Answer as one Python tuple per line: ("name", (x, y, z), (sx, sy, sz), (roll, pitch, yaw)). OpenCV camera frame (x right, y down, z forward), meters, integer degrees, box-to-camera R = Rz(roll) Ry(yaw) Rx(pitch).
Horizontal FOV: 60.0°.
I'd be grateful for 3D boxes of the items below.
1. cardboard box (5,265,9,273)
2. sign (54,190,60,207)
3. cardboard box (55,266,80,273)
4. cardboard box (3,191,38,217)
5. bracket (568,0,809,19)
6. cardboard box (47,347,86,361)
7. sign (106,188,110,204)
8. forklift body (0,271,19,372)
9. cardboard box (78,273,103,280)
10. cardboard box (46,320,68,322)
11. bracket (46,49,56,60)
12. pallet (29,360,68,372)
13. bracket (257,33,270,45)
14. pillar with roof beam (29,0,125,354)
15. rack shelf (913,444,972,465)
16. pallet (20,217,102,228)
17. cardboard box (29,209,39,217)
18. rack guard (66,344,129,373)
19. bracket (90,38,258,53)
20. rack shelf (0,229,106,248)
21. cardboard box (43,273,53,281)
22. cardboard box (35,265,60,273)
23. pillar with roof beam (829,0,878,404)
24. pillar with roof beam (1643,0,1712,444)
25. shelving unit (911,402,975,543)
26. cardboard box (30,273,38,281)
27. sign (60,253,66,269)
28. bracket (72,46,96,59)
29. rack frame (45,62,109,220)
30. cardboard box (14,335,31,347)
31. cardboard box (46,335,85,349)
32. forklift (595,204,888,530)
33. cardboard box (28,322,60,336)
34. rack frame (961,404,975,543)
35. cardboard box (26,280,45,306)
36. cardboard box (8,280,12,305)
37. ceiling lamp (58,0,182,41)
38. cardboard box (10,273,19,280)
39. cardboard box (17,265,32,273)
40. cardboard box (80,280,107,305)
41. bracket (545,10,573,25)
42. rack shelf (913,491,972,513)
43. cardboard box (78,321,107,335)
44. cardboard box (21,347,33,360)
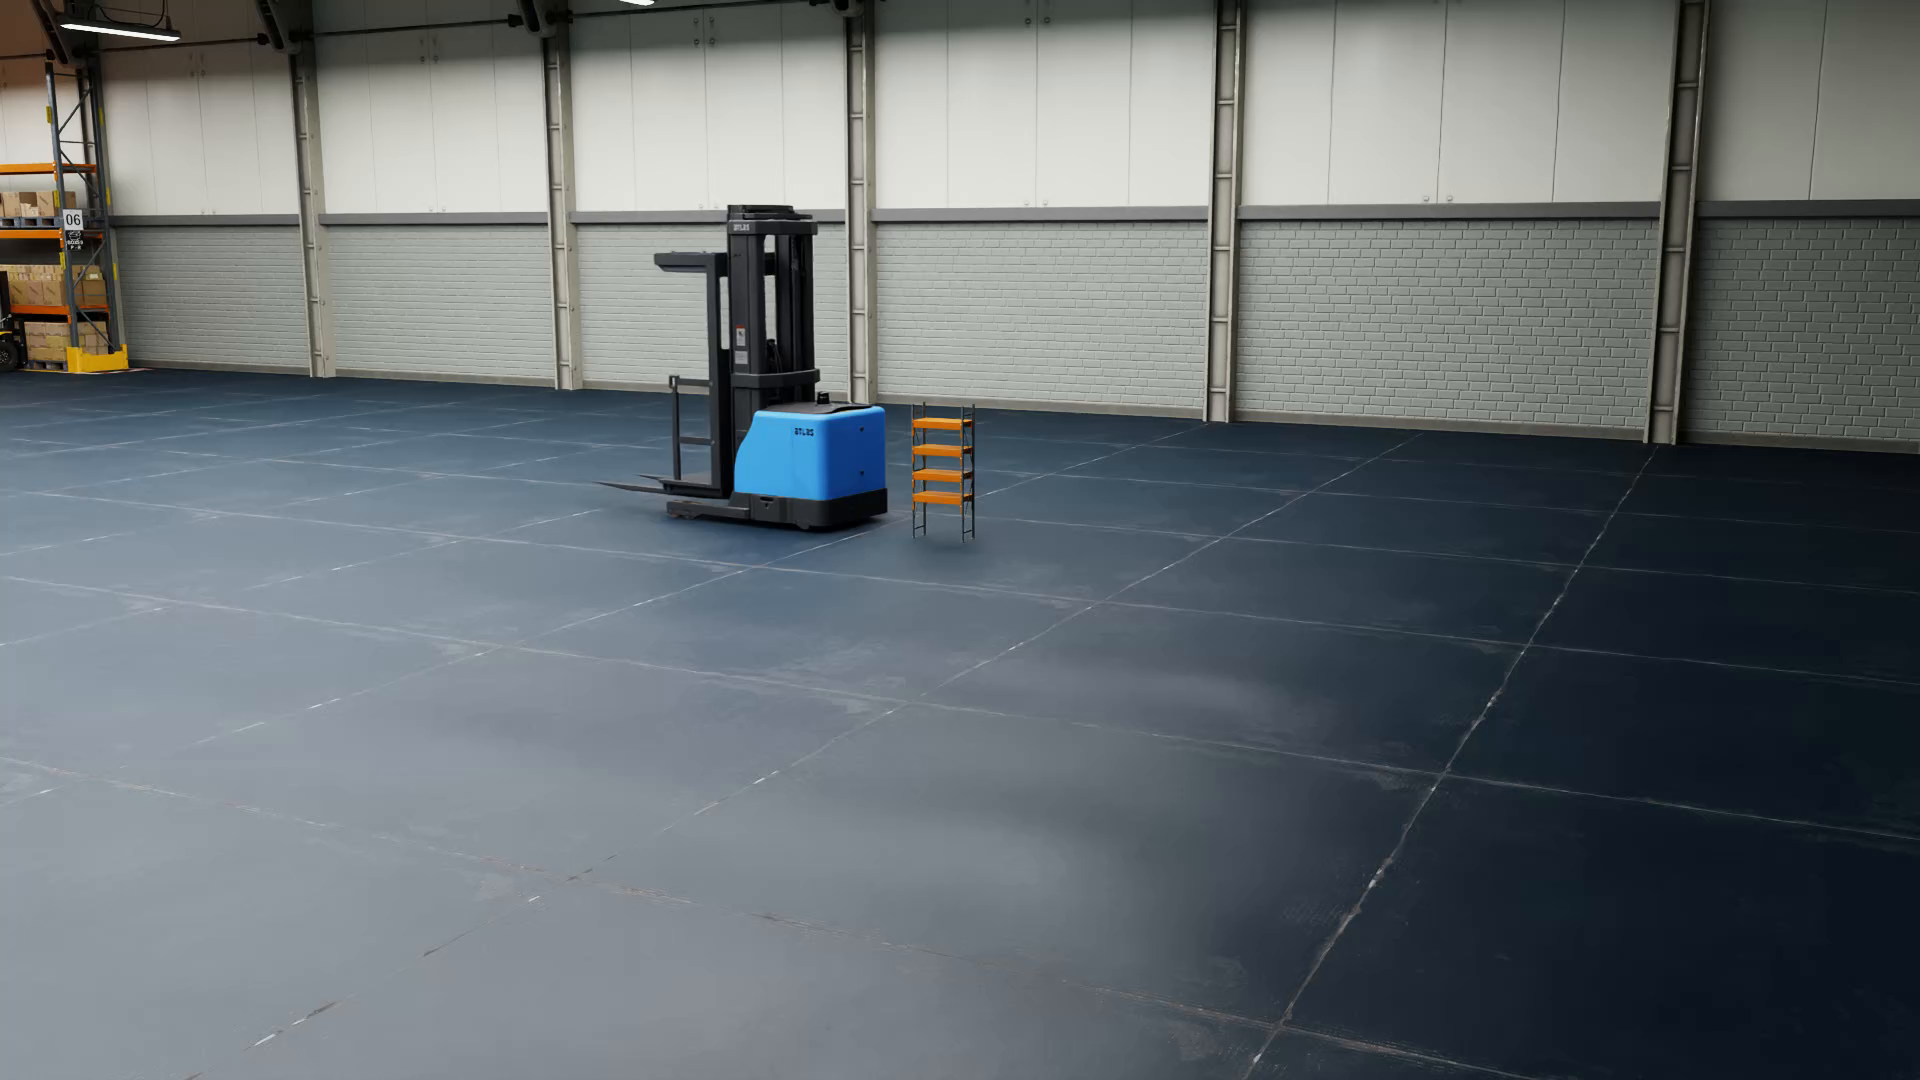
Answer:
("cardboard box", (-19.290, -5.549, 34.033), (0.250, 0.149, 0.380), (5, 11, 27))
("sign", (-17.749, -6.707, 32.682), (0.005, 0.325, 0.100), (5, 11, 26))
("cardboard box", (-17.911, -5.430, 33.370), (0.250, 0.149, 0.380), (5, 11, 26))
("cardboard box", (-18.876, -6.794, 33.683), (0.500, 0.500, 0.700), (5, 11, 26))
("bracket", (-4.420, -8.603, 26.889), (4.783, 0.066, 0.076), (5, 11, 26))
("cardboard box", (-18.058, -3.760, 33.627), (0.500, 0.250, 0.500), (5, 11, 26))
("sign", (-17.246, -6.953, 33.628), (0.005, 0.325, 0.100), (5, 11, 26))
("forklift body", (-20.005, -4.361, 32.785), (1.214, 2.155, 2.313), (5, 11, 26))
("cardboard box", (-17.686, -5.357, 33.803), (0.250, 0.149, 0.380), (5, 11, 24))
("cardboard box", (-18.738, -4.414, 34.430), (0.500, 0.250, 0.500), (5, 11, 25))
("bracket", (-18.252, -9.818, 33.604), (0.430, 0.232, 0.235), (5, 11, 26))
("pallet", (-18.201, -3.602, 34.038), (1.213, 0.211, 1.003), (5, 11, 26))
("bracket", (-12.871, -9.345, 30.992), (0.430, 0.232, 0.235), (5, 11, 26))
("pillar with roof beam", (-19.627, -7.384, 30.259), (0.548, 9.000, 9.100), (5, 11, 26))
("rack shelf", (-0.148, -0.757, 14.668), (0.480, 0.148, 0.258), (5, 11, 26))
("pallet", (-18.120, -6.413, 33.565), (1.213, 0.211, 1.003), (5, 11, 26))
("cardboard box", (-18.374, -6.545, 33.295), (0.250, 0.149, 0.380), (5, 11, 24))
("rack guard", (-17.475, -3.688, 33.706), (0.348, 0.500, 1.175), (5, 11, 26))
("bracket", (-15.182, -9.549, 32.114), (4.783, 0.066, 0.076), (5, 11, 26))
("rack shelf", (-19.290, -6.200, 34.161), (4.000, 0.370, 1.077), (5, 11, 26))
("cardboard box", (-18.174, -5.287, 33.415), (0.250, 0.149, 0.380), (5, 12, 27))
("cardboard box", (-18.393, -5.460, 33.540), (0.250, 0.149, 0.380), (5, 12, 27))
("pillar with roof beam", (-3.485, -5.965, 22.422), (0.548, 9.000, 9.100), (5, 11, 26))
("pillar with roof beam", (7.276, -5.020, 17.197), (0.400, 9.000, 9.100), (5, 11, 26))
("shelving unit", (-0.148, -0.603, 14.695), (0.503, 1.200, 0.258), (5, 11, 26))
("cardboard box", (-18.597, -5.338, 33.700), (0.250, 0.149, 0.380), (5, 11, 25))
("sign", (-17.749, -5.521, 32.896), (0.005, 0.325, 0.100), (5, 11, 26))
("bracket", (-17.507, -9.753, 33.243), (0.430, 0.232, 0.235), (5, 11, 26))
("rack frame", (-17.497, -7.872, 32.959), (0.127, 3.000, 1.000), (5, 11, 26))
("cardboard box", (-18.989, -4.087, 34.026), (0.500, 0.250, 0.500), (5, 11, 25))
("cardboard box", (-18.072, -4.008, 33.592), (0.500, 0.250, 0.500), (5, 11, 25))
("forklift", (-2.206, -1.708, 15.939), (3.031, 2.935, 1.130), (6, 12, 32))
("cardboard box", (-18.508, -4.292, 33.754), (0.500, 0.250, 0.500), (5, 12, 27))
("rack frame", (0.070, -0.584, 14.589), (0.015, 1.200, 0.240), (5, 11, 26))
("cardboard box", (-18.516, -5.009, 33.701), (0.500, 0.500, 0.500), (5, 12, 28))
("cardboard box", (-19.431, -5.087, 34.133), (0.500, 0.500, 0.500), (5, 11, 26))
("ceiling lamp", (-13.120, -9.596, 26.092), (0.800, 3.185, 2.000), (5, 11, 26))
("cardboard box", (-19.093, -5.368, 33.867), (0.250, 0.149, 0.380), (5, 11, 26))
("cardboard box", (-18.866, -5.495, 33.730), (0.250, 0.149, 0.380), (5, 12, 27))
("cardboard box", (-17.818, -5.053, 33.945), (0.500, 0.500, 0.500), (5, 12, 28))
("bracket", (-6.746, -8.807, 28.018), (0.430, 0.232, 0.235), (5, 11, 26))
("rack shelf", (-0.148, -0.342, 14.743), (0.480, 0.148, 0.258), (5, 11, 26))
("cardboard box", (-17.844, -4.334, 33.988), (0.500, 0.250, 0.500), (5, 11, 25))
("cardboard box", (-18.944, -3.842, 34.077), (0.500, 0.250, 0.500), (5, 11, 26))
